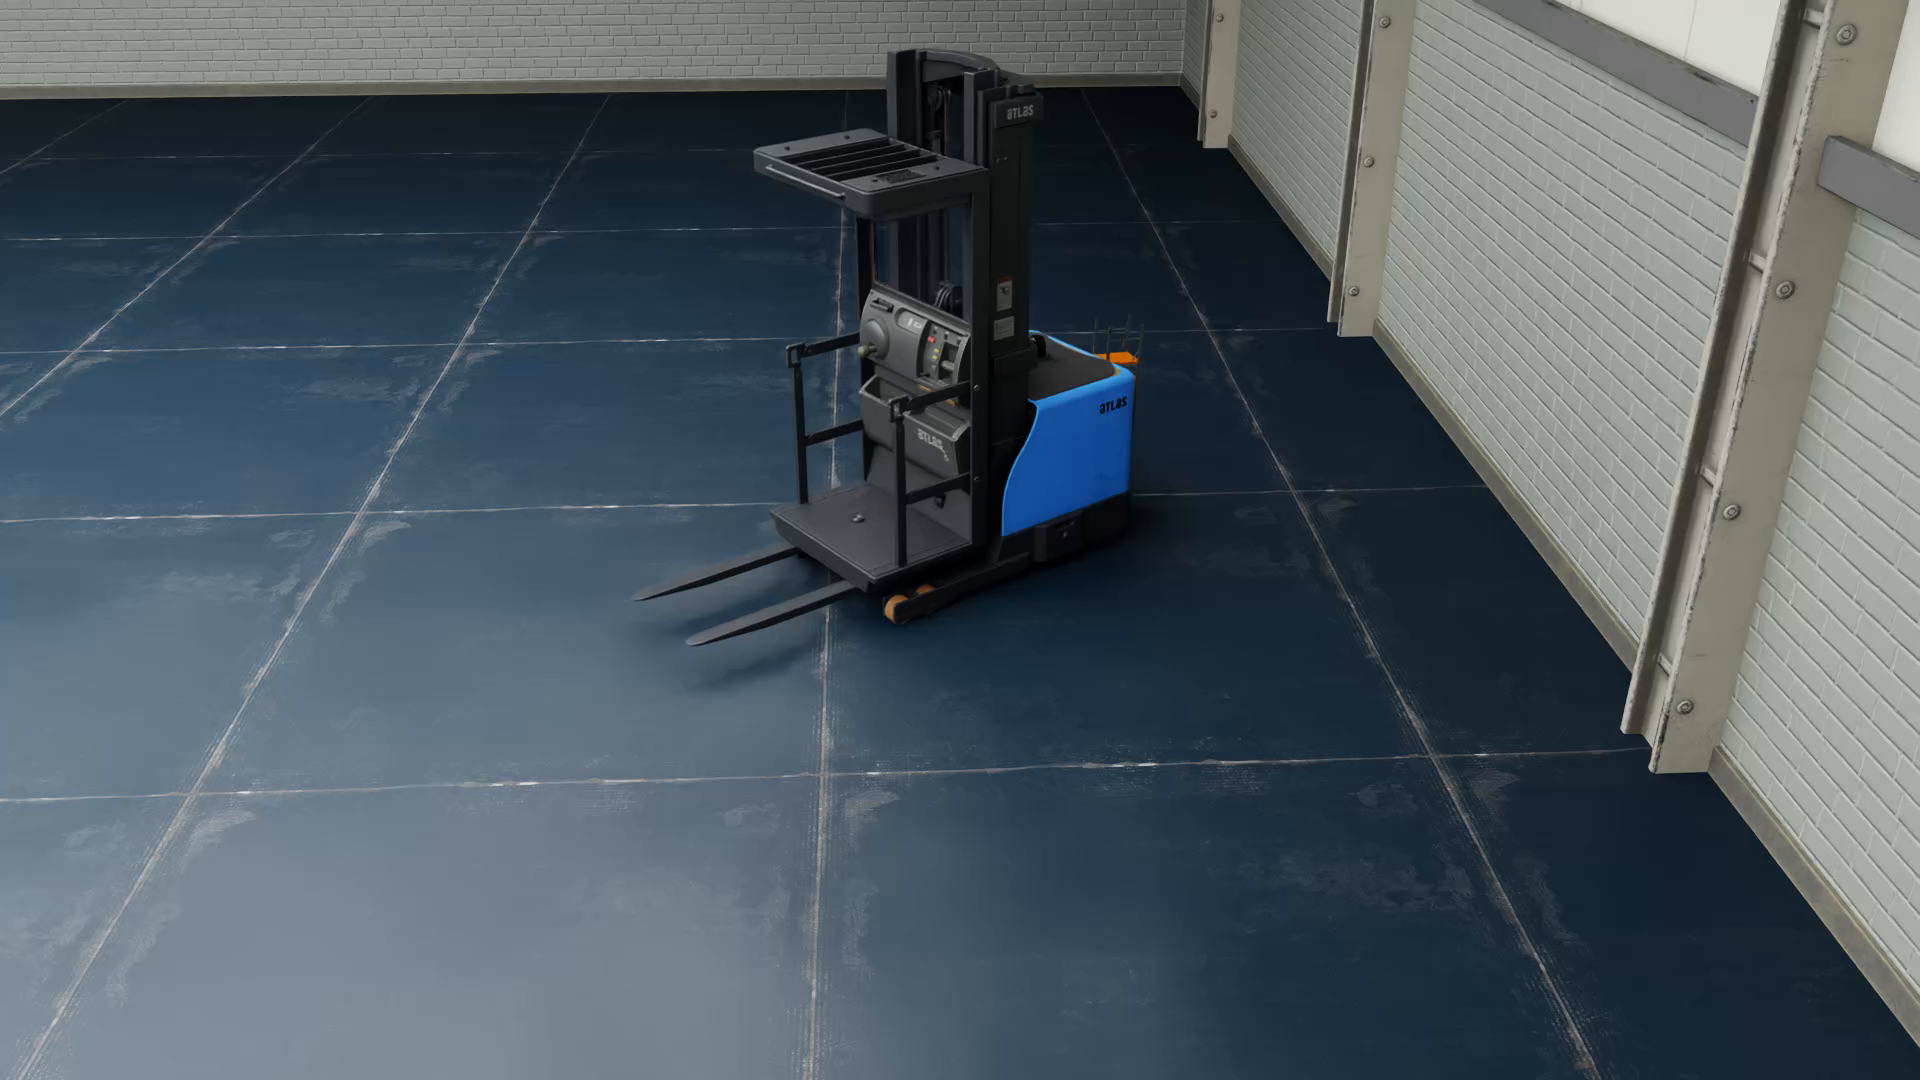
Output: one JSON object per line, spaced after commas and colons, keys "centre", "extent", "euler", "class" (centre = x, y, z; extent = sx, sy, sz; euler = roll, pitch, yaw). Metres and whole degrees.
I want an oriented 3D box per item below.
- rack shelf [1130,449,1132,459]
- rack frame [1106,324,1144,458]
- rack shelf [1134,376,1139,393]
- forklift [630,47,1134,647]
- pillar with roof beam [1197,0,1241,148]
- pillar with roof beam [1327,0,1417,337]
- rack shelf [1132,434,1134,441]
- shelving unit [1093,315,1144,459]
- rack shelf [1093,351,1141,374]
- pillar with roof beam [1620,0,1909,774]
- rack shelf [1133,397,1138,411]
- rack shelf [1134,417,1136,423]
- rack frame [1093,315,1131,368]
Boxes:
{"centre": [0.940, -0.555, 10.616], "extent": [0.258, 0.103, 0.180], "euler": [-7, 28, -20], "class": "rack shelf"}
{"centre": [0.987, -0.770, 10.414], "extent": [0.240, 1.200, 0.006], "euler": [-7, 28, -20], "class": "rack frame"}
{"centre": [0.964, -0.985, 10.403], "extent": [0.258, 0.103, 0.180], "euler": [-7, 28, -20], "class": "rack shelf"}
{"centre": [-0.423, -1.100, 9.189], "extent": [3.031, 2.935, 1.130], "euler": [-20, 34, -33], "class": "forklift"}
{"centre": [-1.418, -8.389, 16.604], "extent": [9.100, 9.000, 0.400], "euler": [-1, 28, -3], "class": "pillar with roof beam"}
{"centre": [-1.104, -5.619, 11.292], "extent": [9.100, 9.000, 0.400], "euler": [-1, 28, -3], "class": "pillar with roof beam"}
{"centre": [0.946, -0.663, 10.563], "extent": [0.258, 0.103, 0.180], "euler": [-7, 28, -20], "class": "rack shelf"}
{"centre": [0.954, -0.810, 10.490], "extent": [0.258, 1.200, 0.189], "euler": [-7, 28, -20], "class": "shelving unit"}
{"centre": [0.970, -1.092, 10.350], "extent": [0.258, 0.103, 0.180], "euler": [-7, 28, -20], "class": "rack shelf"}
{"centre": [-0.791, -2.848, 5.979], "extent": [9.100, 9.000, 0.400], "euler": [-1, 28, -3], "class": "pillar with roof beam"}
{"centre": [0.958, -0.877, 10.456], "extent": [0.258, 0.103, 0.180], "euler": [-7, 28, -20], "class": "rack shelf"}
{"centre": [0.952, -0.770, 10.510], "extent": [0.258, 0.103, 0.180], "euler": [-7, 28, -20], "class": "rack shelf"}
{"centre": [0.922, -0.849, 10.566], "extent": [0.240, 1.200, 0.006], "euler": [-7, 28, -20], "class": "rack frame"}
